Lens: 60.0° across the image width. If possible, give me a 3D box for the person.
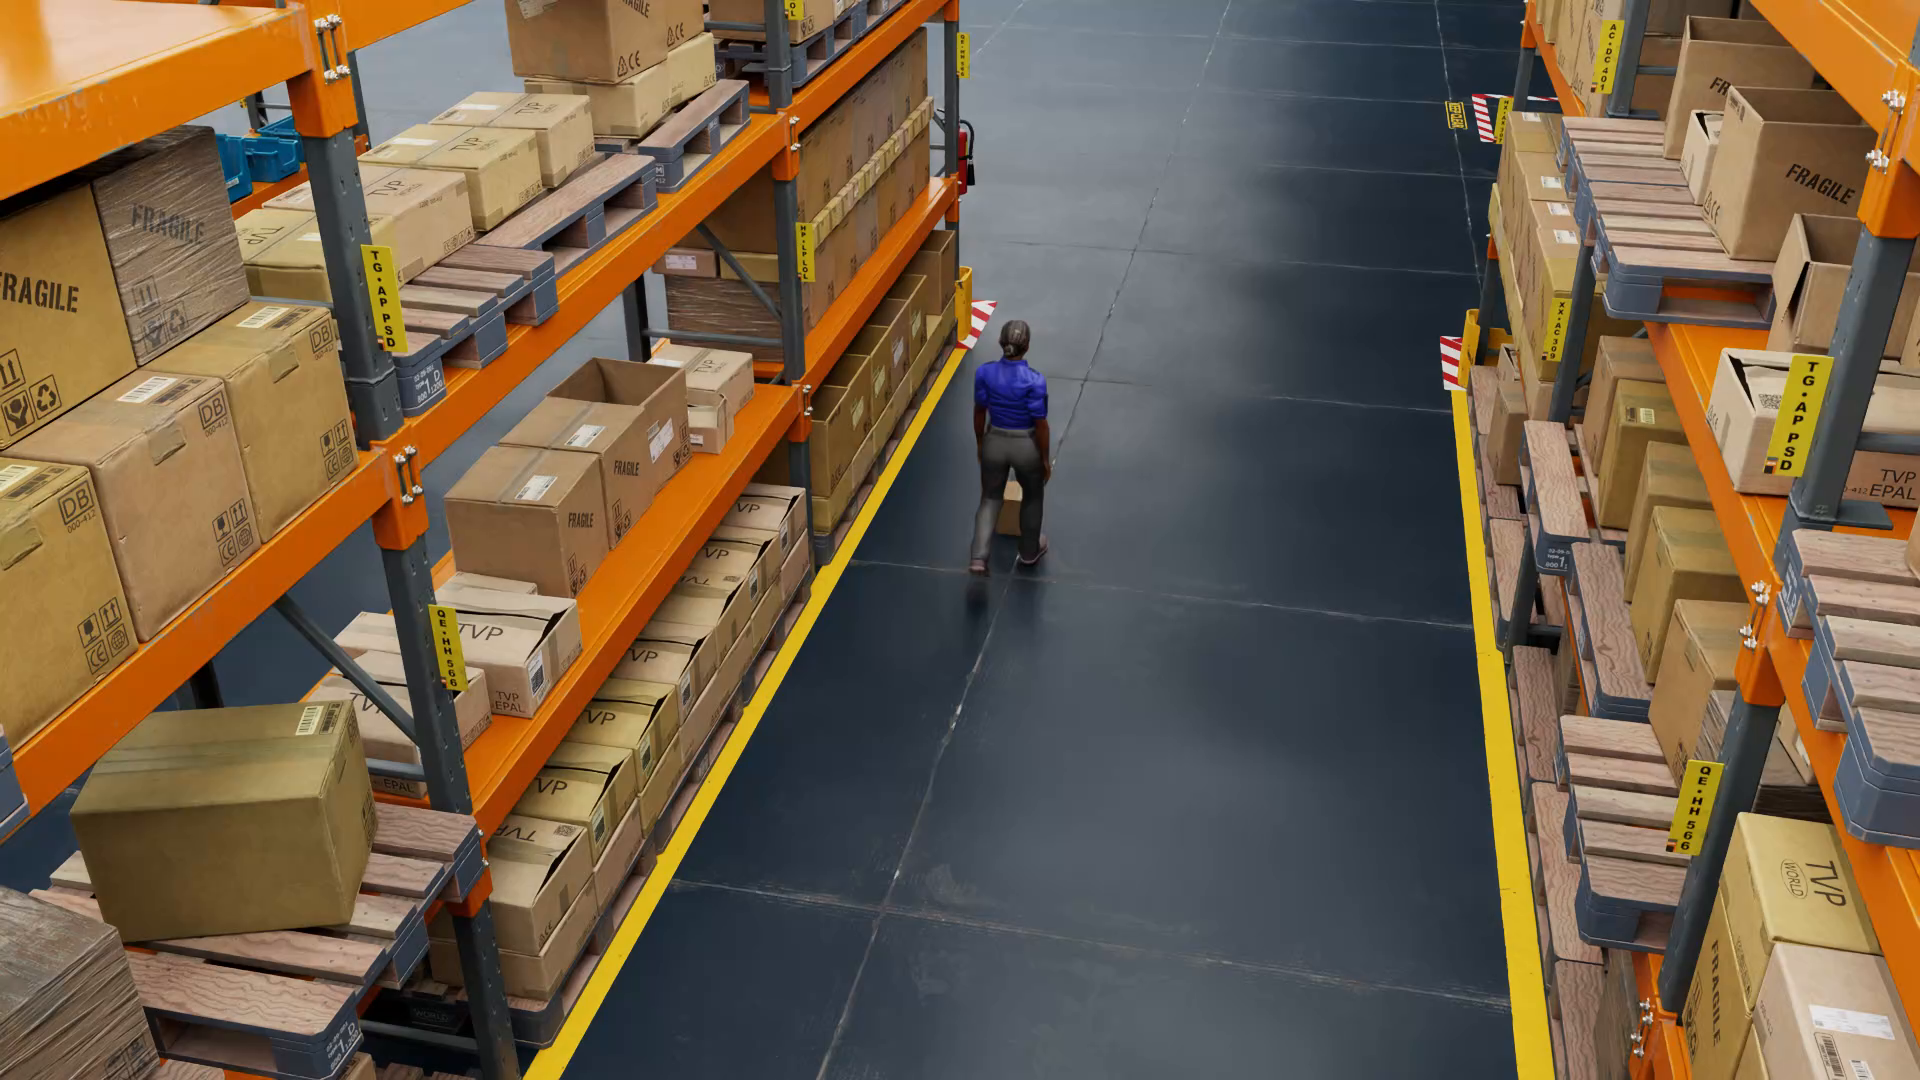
[{"bbox_3d":[0.305,-0.526,9.545,0.463,1.624,0.781,9,30,15],"label":"person"}]
